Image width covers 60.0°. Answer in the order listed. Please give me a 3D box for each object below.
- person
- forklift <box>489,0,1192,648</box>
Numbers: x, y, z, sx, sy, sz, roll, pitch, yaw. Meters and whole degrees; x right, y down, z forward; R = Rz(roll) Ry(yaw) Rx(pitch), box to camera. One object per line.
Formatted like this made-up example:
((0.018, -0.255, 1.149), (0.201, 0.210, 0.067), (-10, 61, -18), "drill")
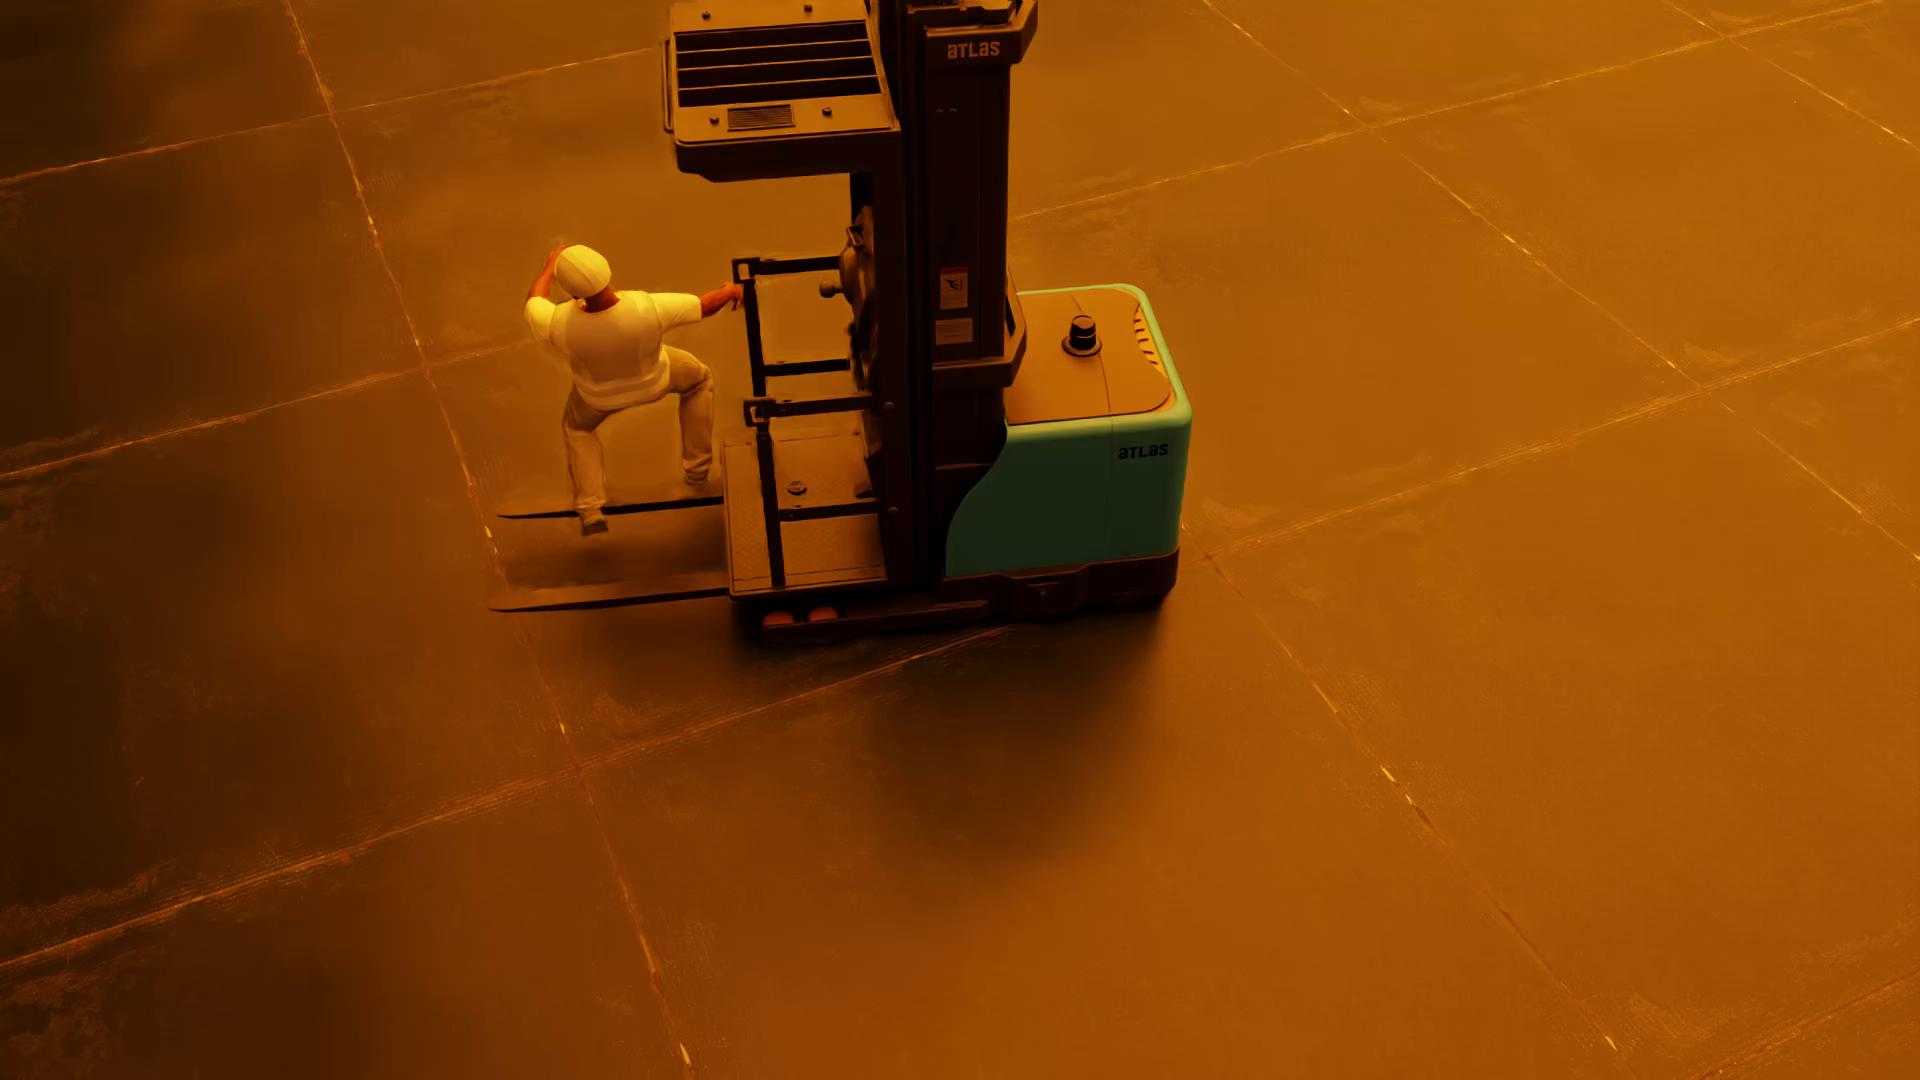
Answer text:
((-1.402, -0.816, 7.429), (0.958, 1.565, 0.822), (-10, 44, -10), "person")
((-0.585, -0.984, 6.735), (3.031, 2.935, 1.130), (-6, 43, -6), "forklift")
